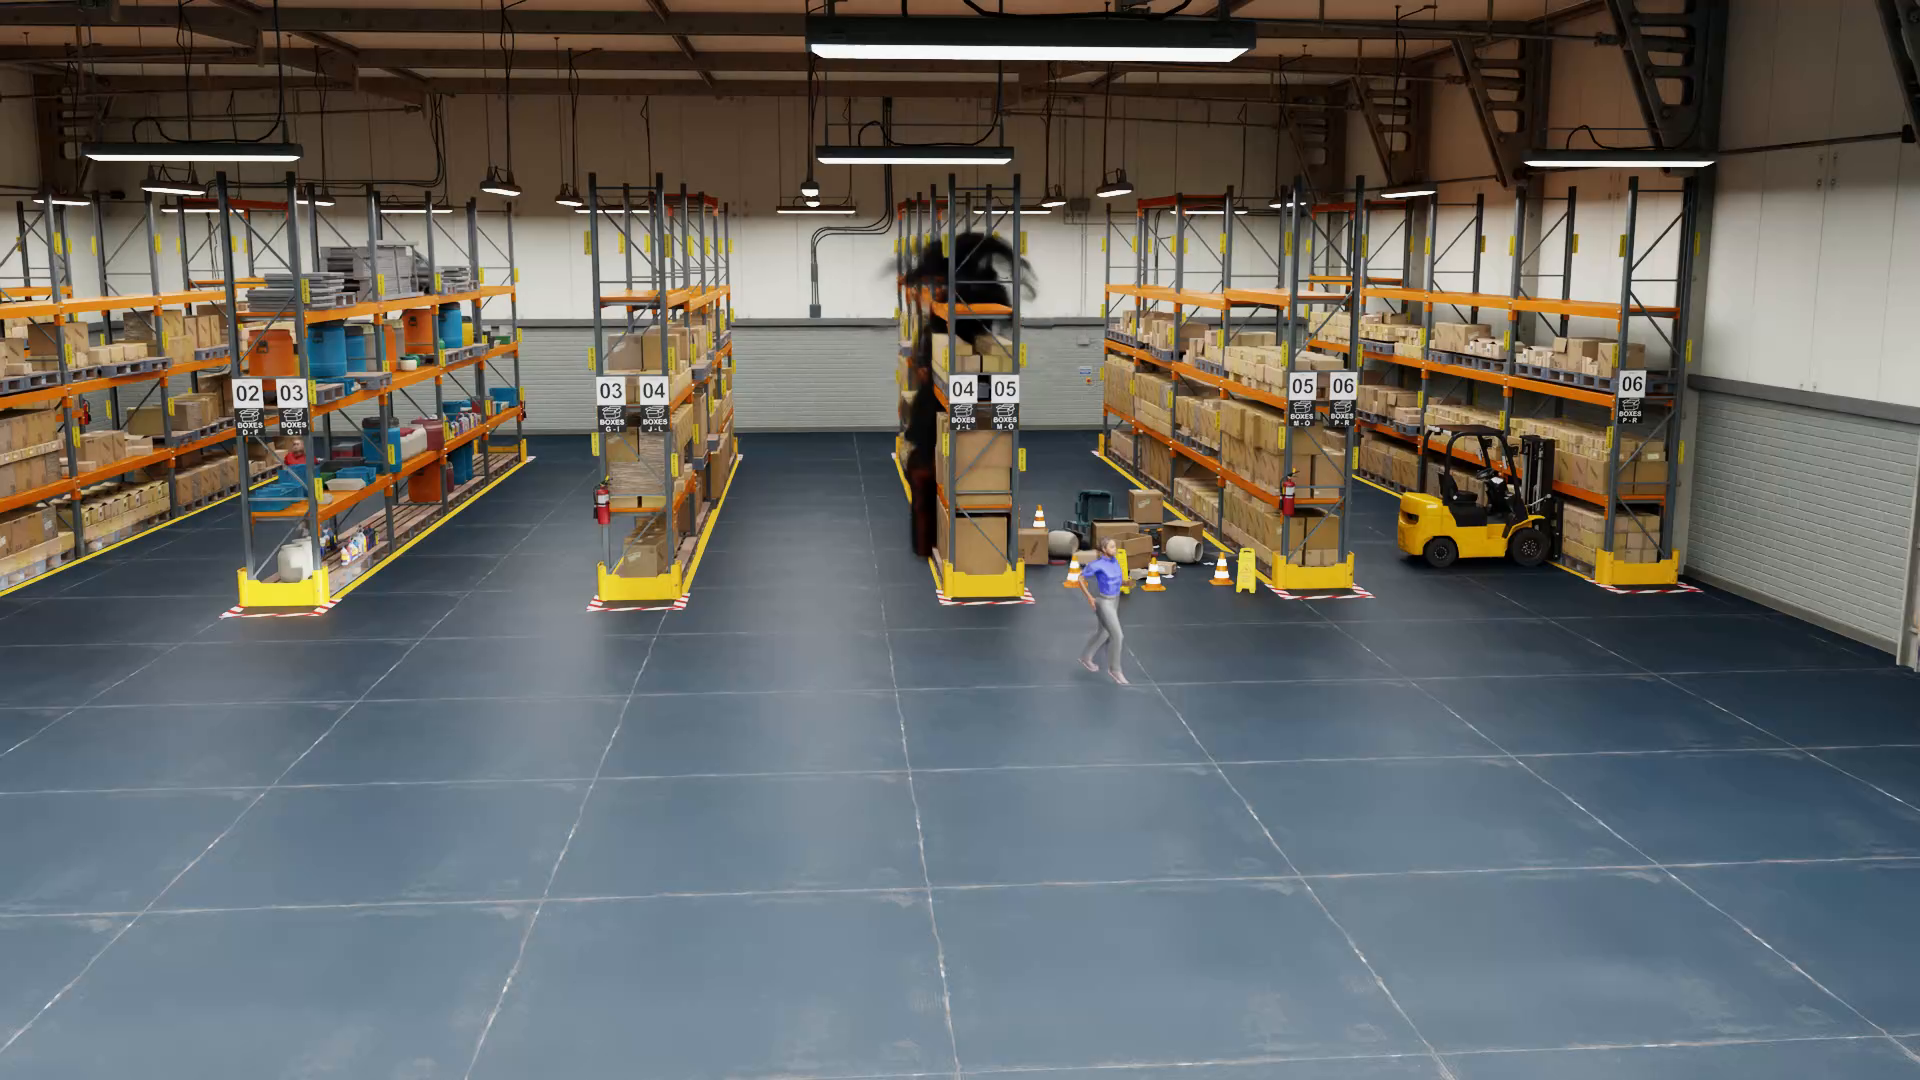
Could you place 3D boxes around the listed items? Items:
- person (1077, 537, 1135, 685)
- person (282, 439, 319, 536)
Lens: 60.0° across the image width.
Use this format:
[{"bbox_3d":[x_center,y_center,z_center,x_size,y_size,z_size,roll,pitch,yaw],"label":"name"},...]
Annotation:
[{"bbox_3d":[1.689,0.808,19.365,0.781,1.717,0.549,6,12,33],"label":"person"},{"bbox_3d":[-11.491,-0.904,28.936,0.710,1.697,0.563,0,10,-1],"label":"person"}]
